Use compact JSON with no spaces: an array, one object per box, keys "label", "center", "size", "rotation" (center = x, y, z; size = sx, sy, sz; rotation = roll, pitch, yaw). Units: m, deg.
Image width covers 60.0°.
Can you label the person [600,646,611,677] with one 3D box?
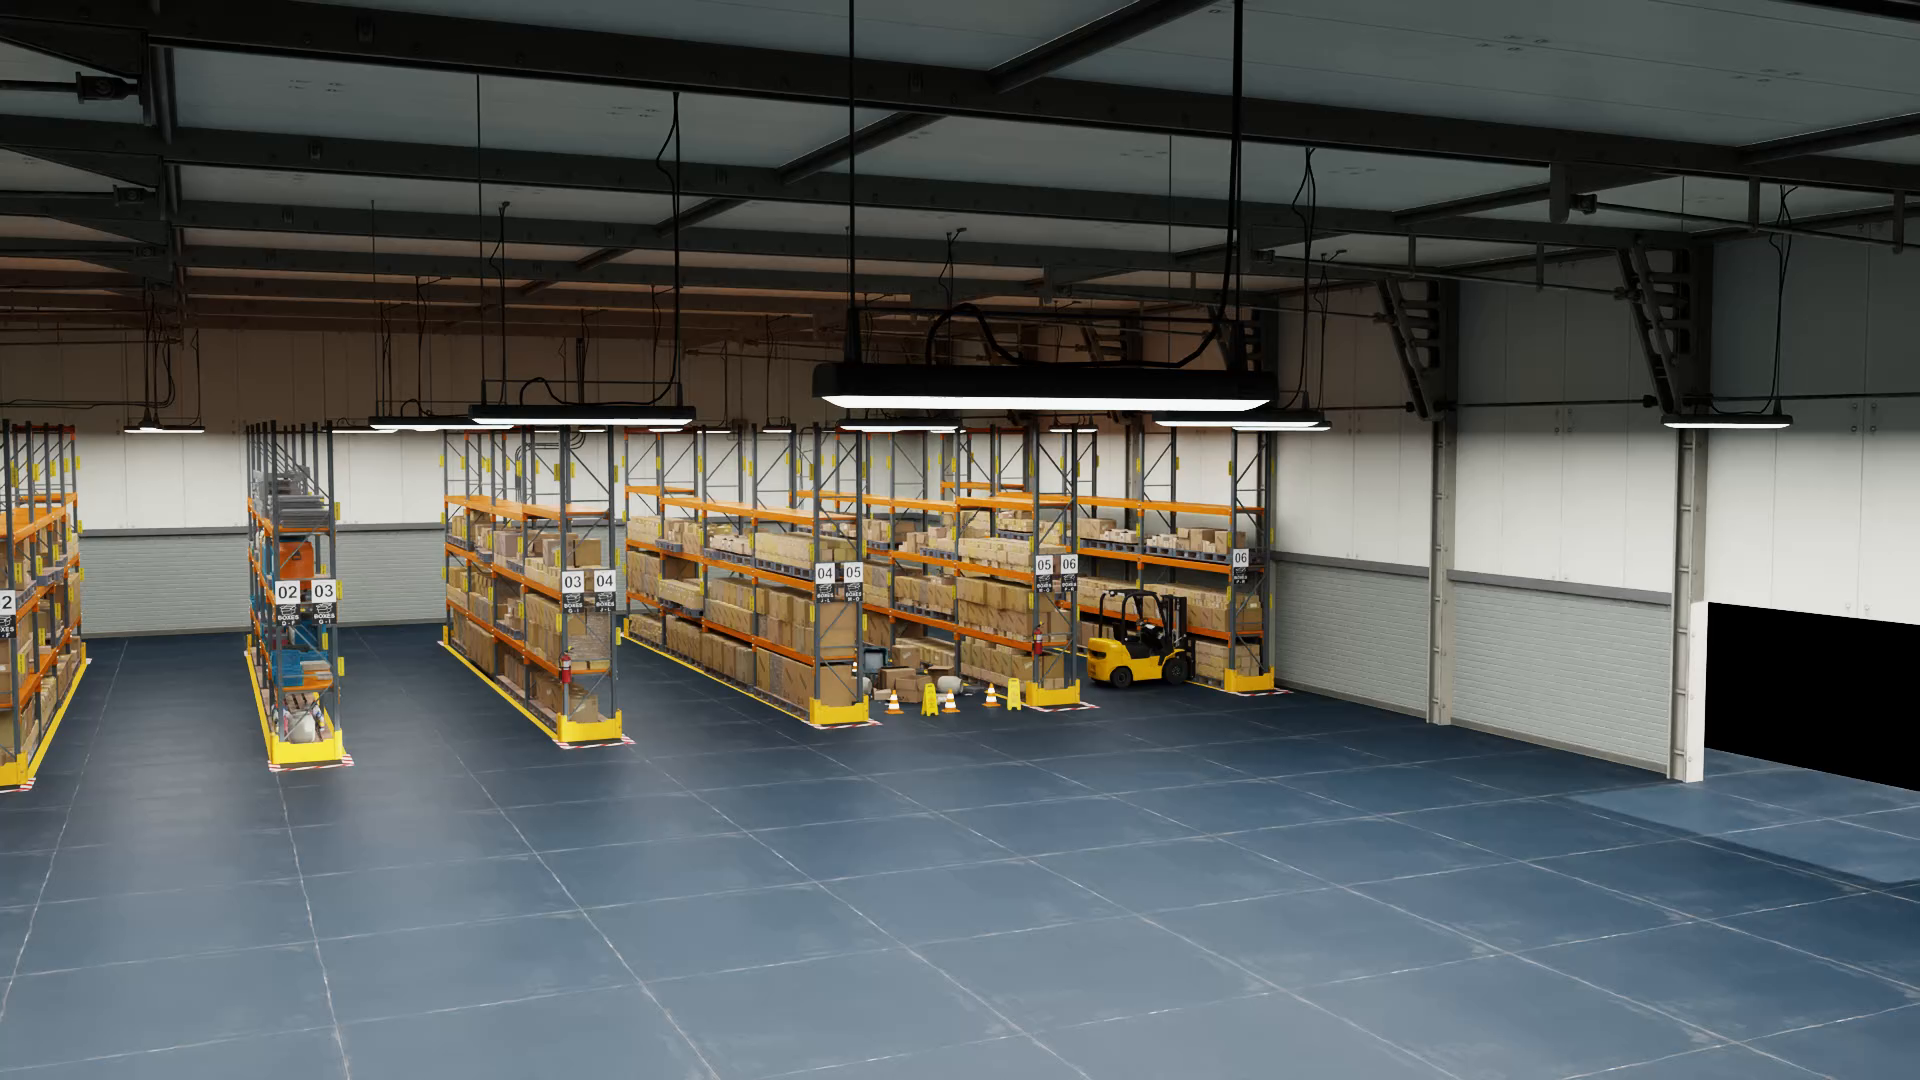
[{"label":"person","center":[-8.589,2.389,39.953],"size":[0.652,1.736,0.782],"rotation":[-1,4,-21]}]

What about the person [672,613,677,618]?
[{"label":"person","center":[-8.286,1.783,49.187],"size":[0.639,1.821,0.480],"rotation":[1,4,12]}]
